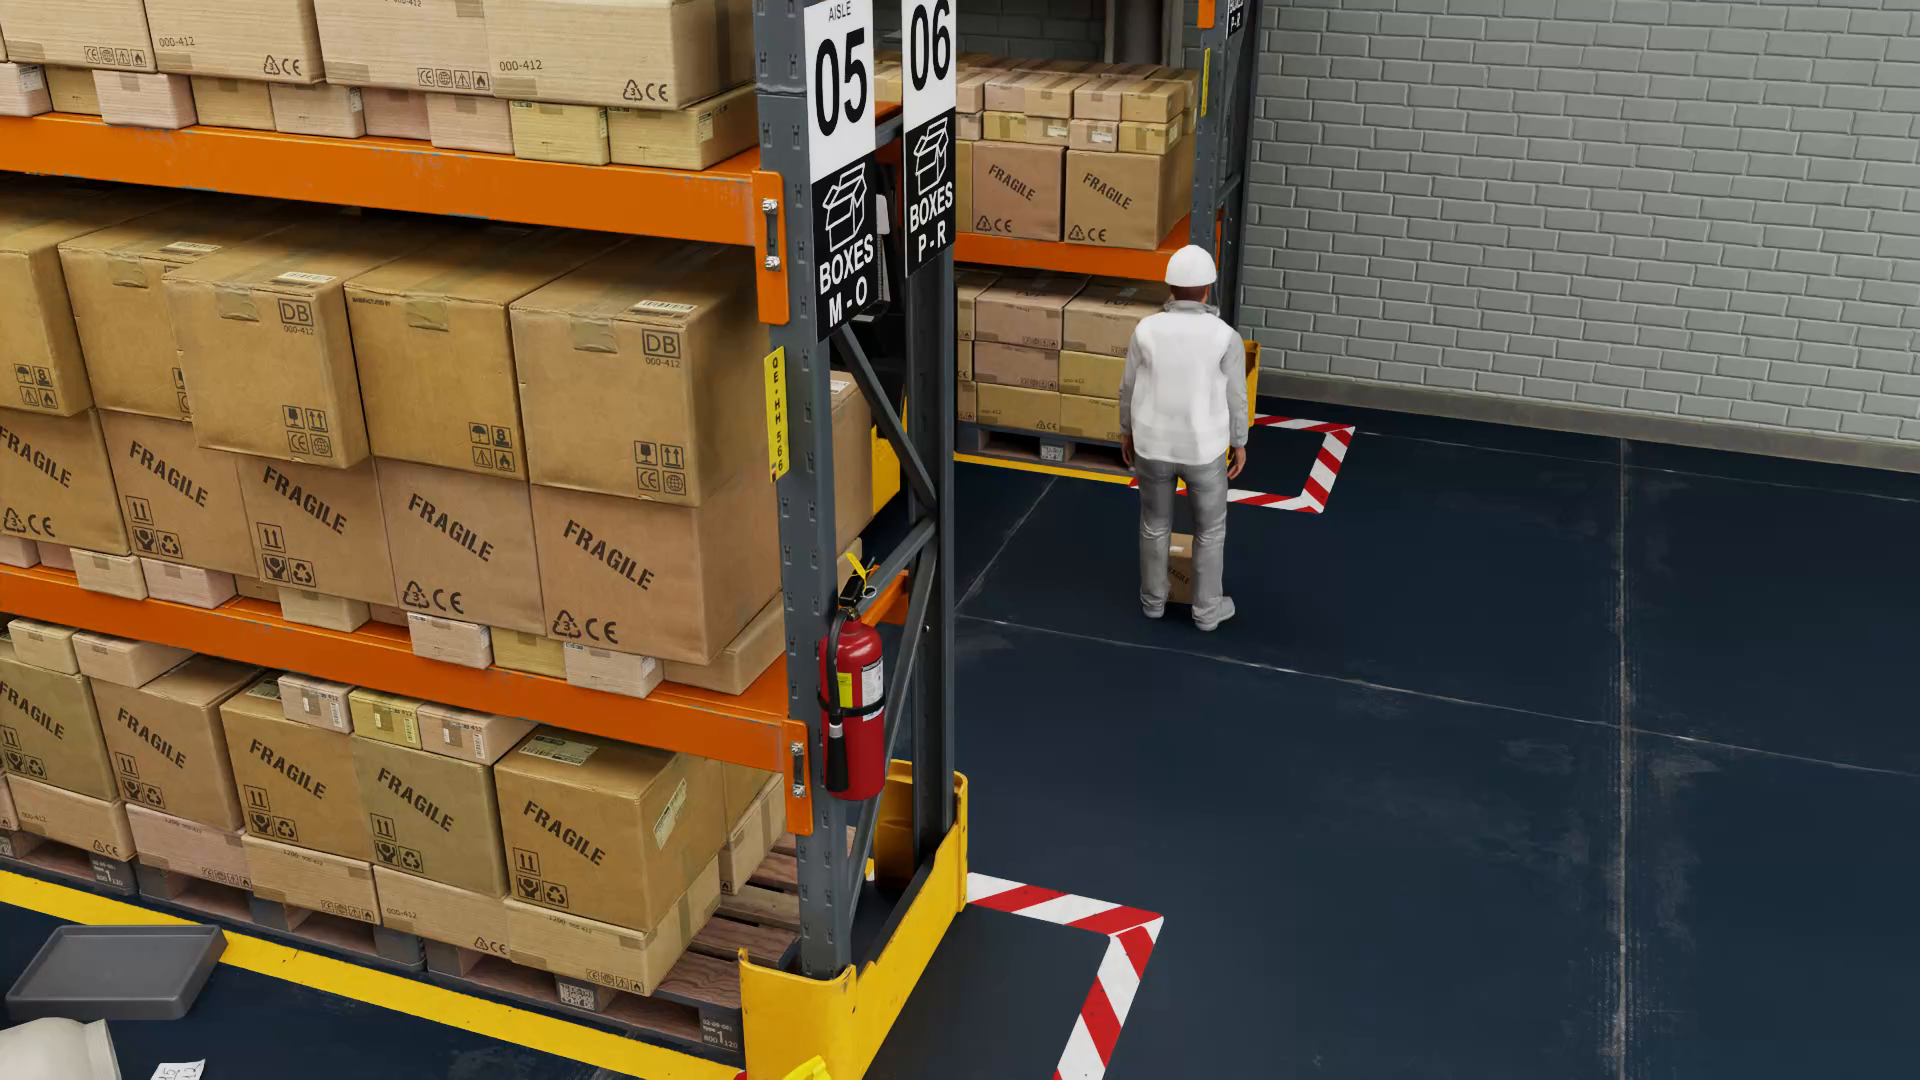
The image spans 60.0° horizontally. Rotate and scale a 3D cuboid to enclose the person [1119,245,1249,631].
[{"bbox_3d":[1.003,-0.443,7.507,0.584,1.771,0.466,8,27,17],"label":"person"}]
